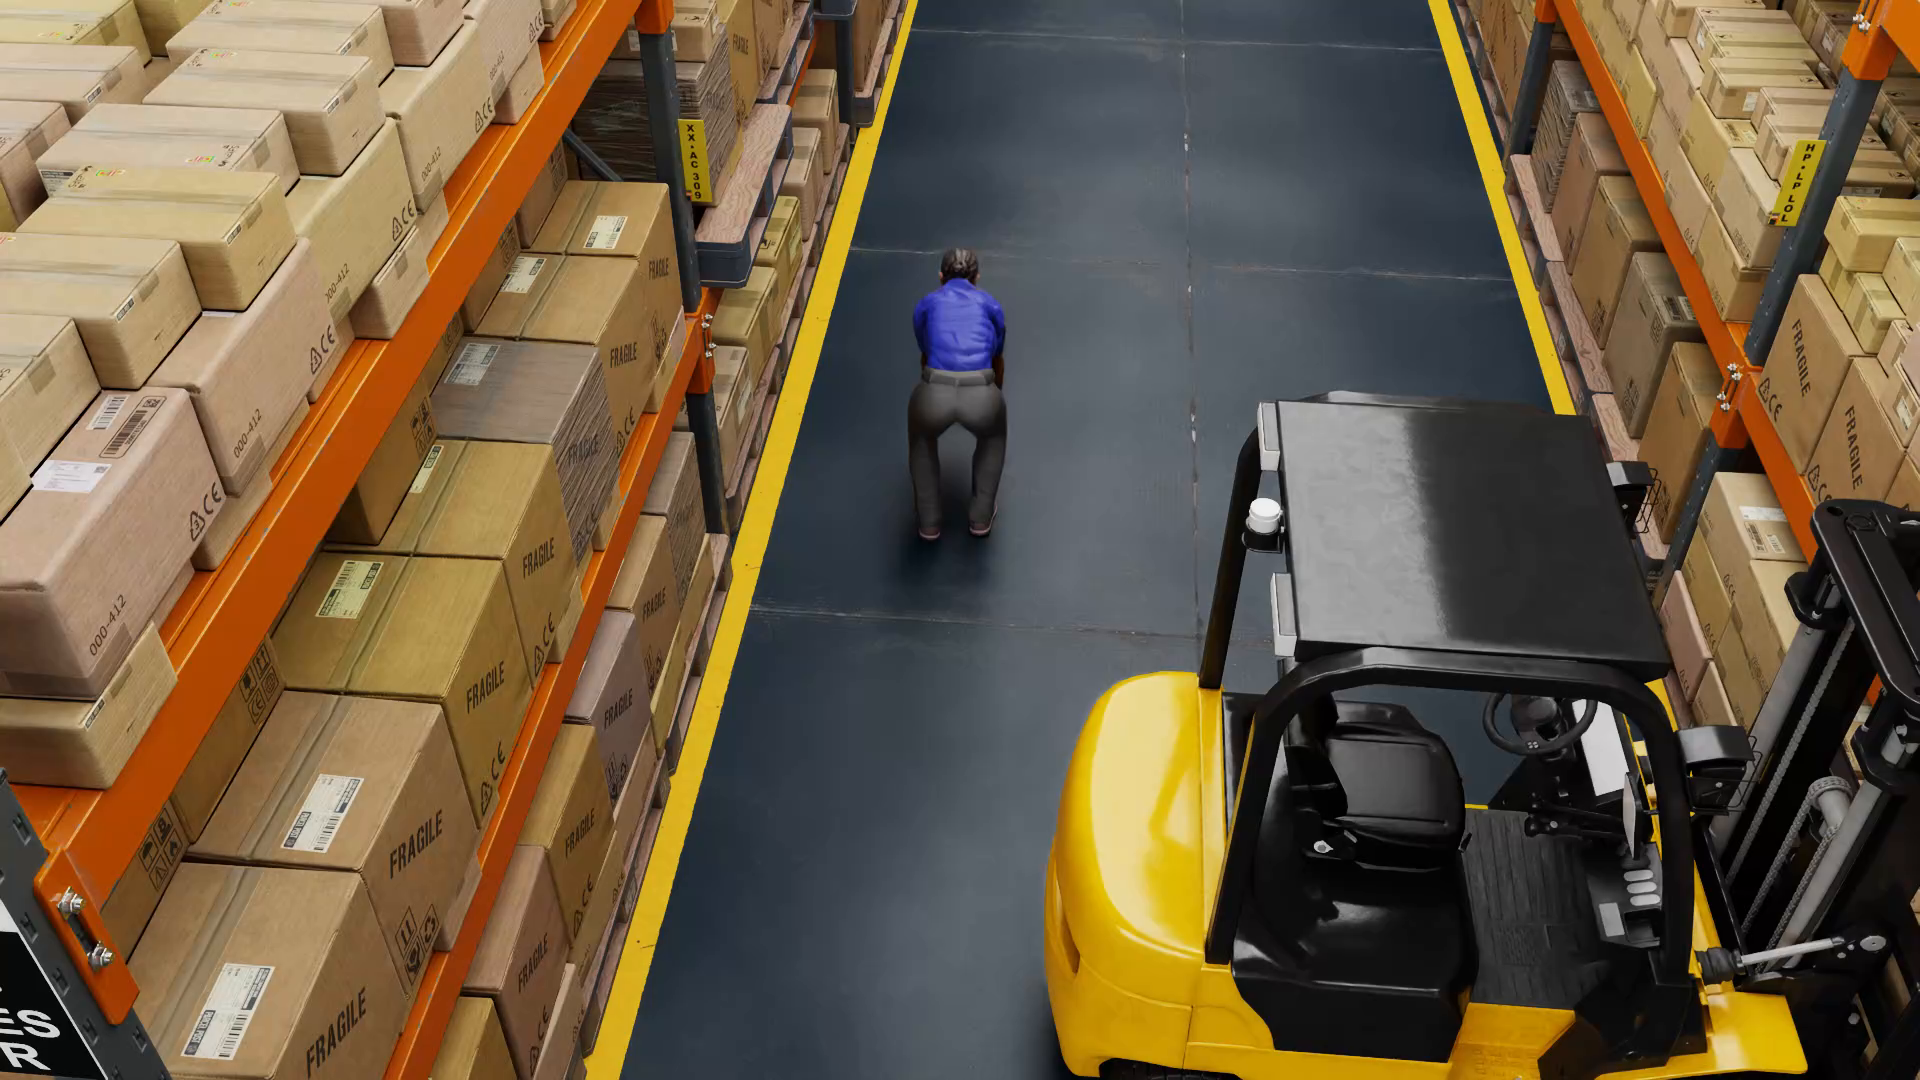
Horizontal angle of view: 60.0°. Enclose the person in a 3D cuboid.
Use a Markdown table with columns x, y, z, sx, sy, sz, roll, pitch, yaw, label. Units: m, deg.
| x | y | z | sx | sy | sz | roll | pitch | yaw | label |
| --- | --- | --- | --- | --- | --- | --- | --- | --- | --- |
| -0.008 | -0.611 | 7.296 | 0.439 | 1.125 | 0.846 | 1 | 40 | 1 | person |
